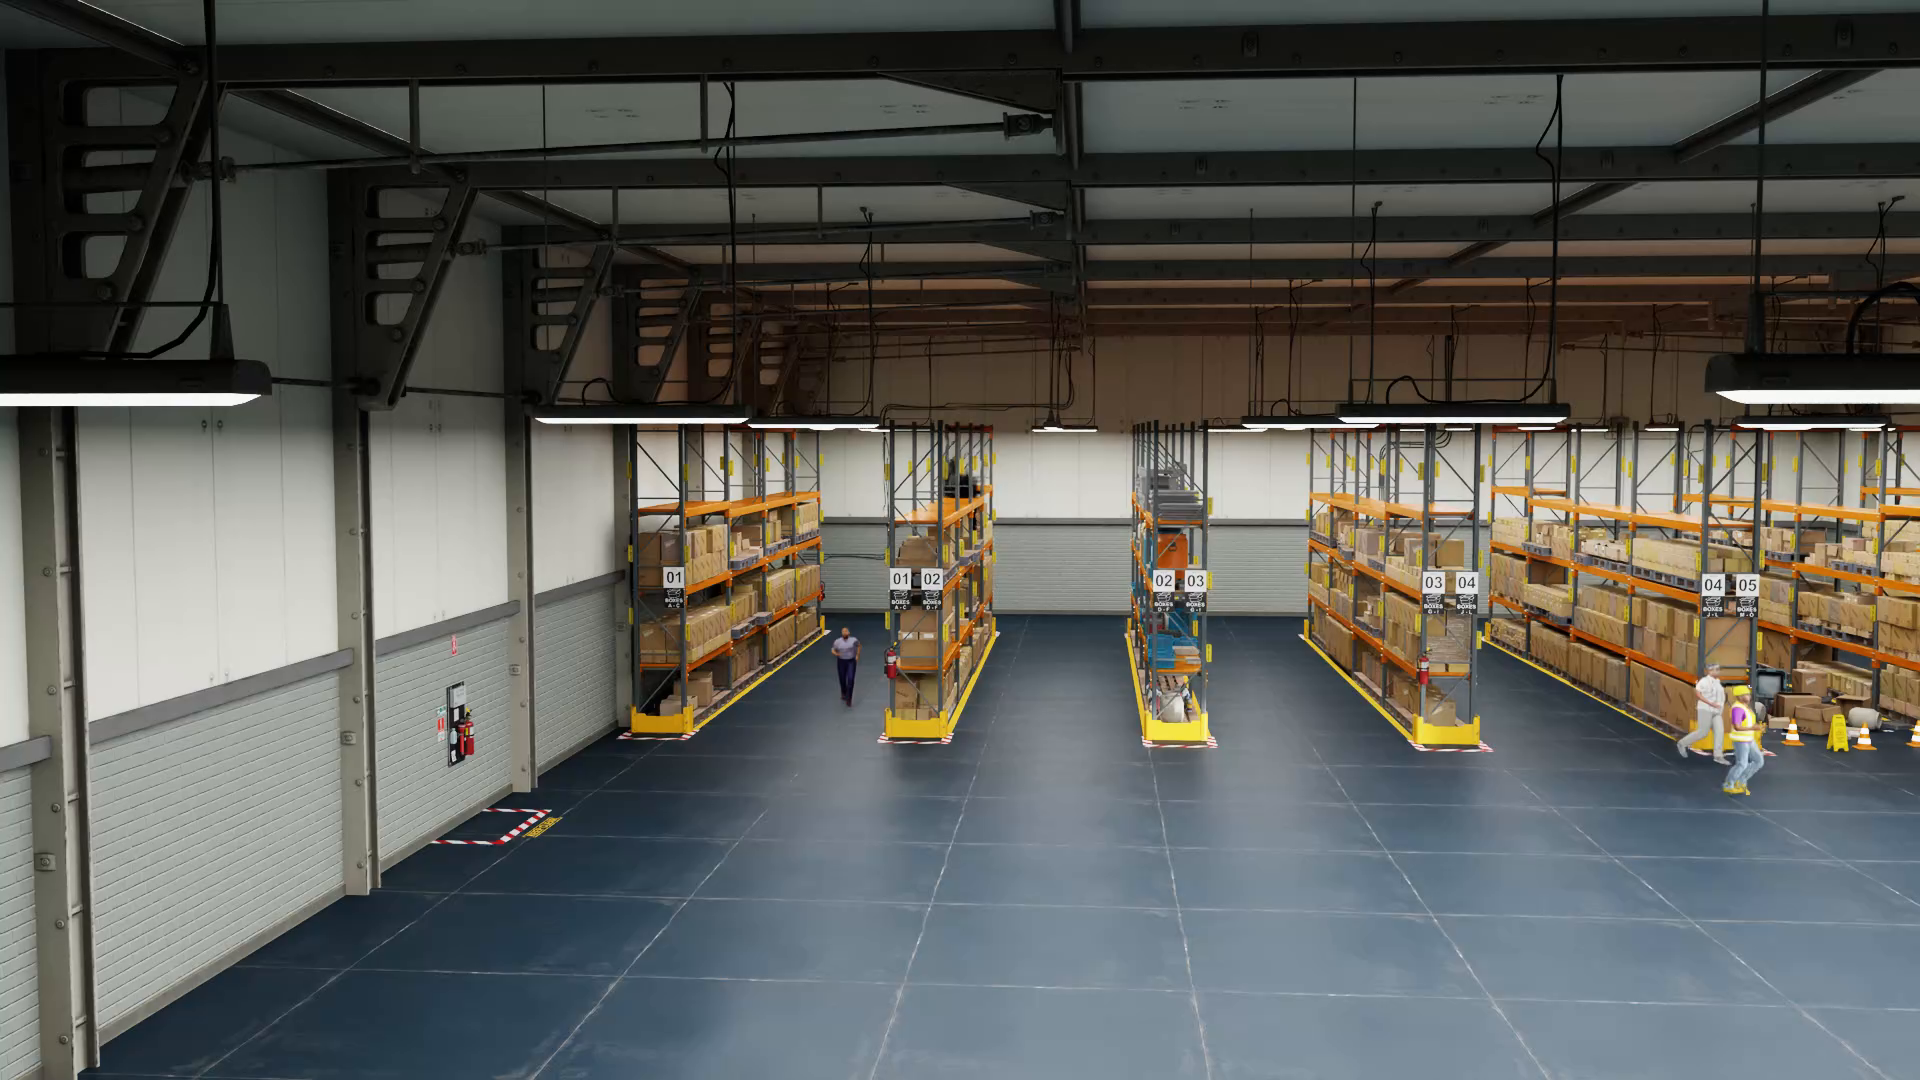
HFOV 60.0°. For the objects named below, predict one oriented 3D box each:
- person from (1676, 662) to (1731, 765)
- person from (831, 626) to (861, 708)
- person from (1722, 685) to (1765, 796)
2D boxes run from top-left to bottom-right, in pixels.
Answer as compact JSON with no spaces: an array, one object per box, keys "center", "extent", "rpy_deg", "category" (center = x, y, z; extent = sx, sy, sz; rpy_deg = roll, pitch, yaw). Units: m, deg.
[{"center":[13.168,3.001,29.146],"extent":[0.732,1.748,0.957],"rpy_deg":[-2,4,-34],"category":"person"},{"center":[-2.421,2.682,35.312],"extent":[0.614,1.655,0.898],"rpy_deg":[0,4,1],"category":"person"},{"center":[12.426,3.184,26.286],"extent":[0.649,1.772,0.677],"rpy_deg":[3,5,41],"category":"person"}]
